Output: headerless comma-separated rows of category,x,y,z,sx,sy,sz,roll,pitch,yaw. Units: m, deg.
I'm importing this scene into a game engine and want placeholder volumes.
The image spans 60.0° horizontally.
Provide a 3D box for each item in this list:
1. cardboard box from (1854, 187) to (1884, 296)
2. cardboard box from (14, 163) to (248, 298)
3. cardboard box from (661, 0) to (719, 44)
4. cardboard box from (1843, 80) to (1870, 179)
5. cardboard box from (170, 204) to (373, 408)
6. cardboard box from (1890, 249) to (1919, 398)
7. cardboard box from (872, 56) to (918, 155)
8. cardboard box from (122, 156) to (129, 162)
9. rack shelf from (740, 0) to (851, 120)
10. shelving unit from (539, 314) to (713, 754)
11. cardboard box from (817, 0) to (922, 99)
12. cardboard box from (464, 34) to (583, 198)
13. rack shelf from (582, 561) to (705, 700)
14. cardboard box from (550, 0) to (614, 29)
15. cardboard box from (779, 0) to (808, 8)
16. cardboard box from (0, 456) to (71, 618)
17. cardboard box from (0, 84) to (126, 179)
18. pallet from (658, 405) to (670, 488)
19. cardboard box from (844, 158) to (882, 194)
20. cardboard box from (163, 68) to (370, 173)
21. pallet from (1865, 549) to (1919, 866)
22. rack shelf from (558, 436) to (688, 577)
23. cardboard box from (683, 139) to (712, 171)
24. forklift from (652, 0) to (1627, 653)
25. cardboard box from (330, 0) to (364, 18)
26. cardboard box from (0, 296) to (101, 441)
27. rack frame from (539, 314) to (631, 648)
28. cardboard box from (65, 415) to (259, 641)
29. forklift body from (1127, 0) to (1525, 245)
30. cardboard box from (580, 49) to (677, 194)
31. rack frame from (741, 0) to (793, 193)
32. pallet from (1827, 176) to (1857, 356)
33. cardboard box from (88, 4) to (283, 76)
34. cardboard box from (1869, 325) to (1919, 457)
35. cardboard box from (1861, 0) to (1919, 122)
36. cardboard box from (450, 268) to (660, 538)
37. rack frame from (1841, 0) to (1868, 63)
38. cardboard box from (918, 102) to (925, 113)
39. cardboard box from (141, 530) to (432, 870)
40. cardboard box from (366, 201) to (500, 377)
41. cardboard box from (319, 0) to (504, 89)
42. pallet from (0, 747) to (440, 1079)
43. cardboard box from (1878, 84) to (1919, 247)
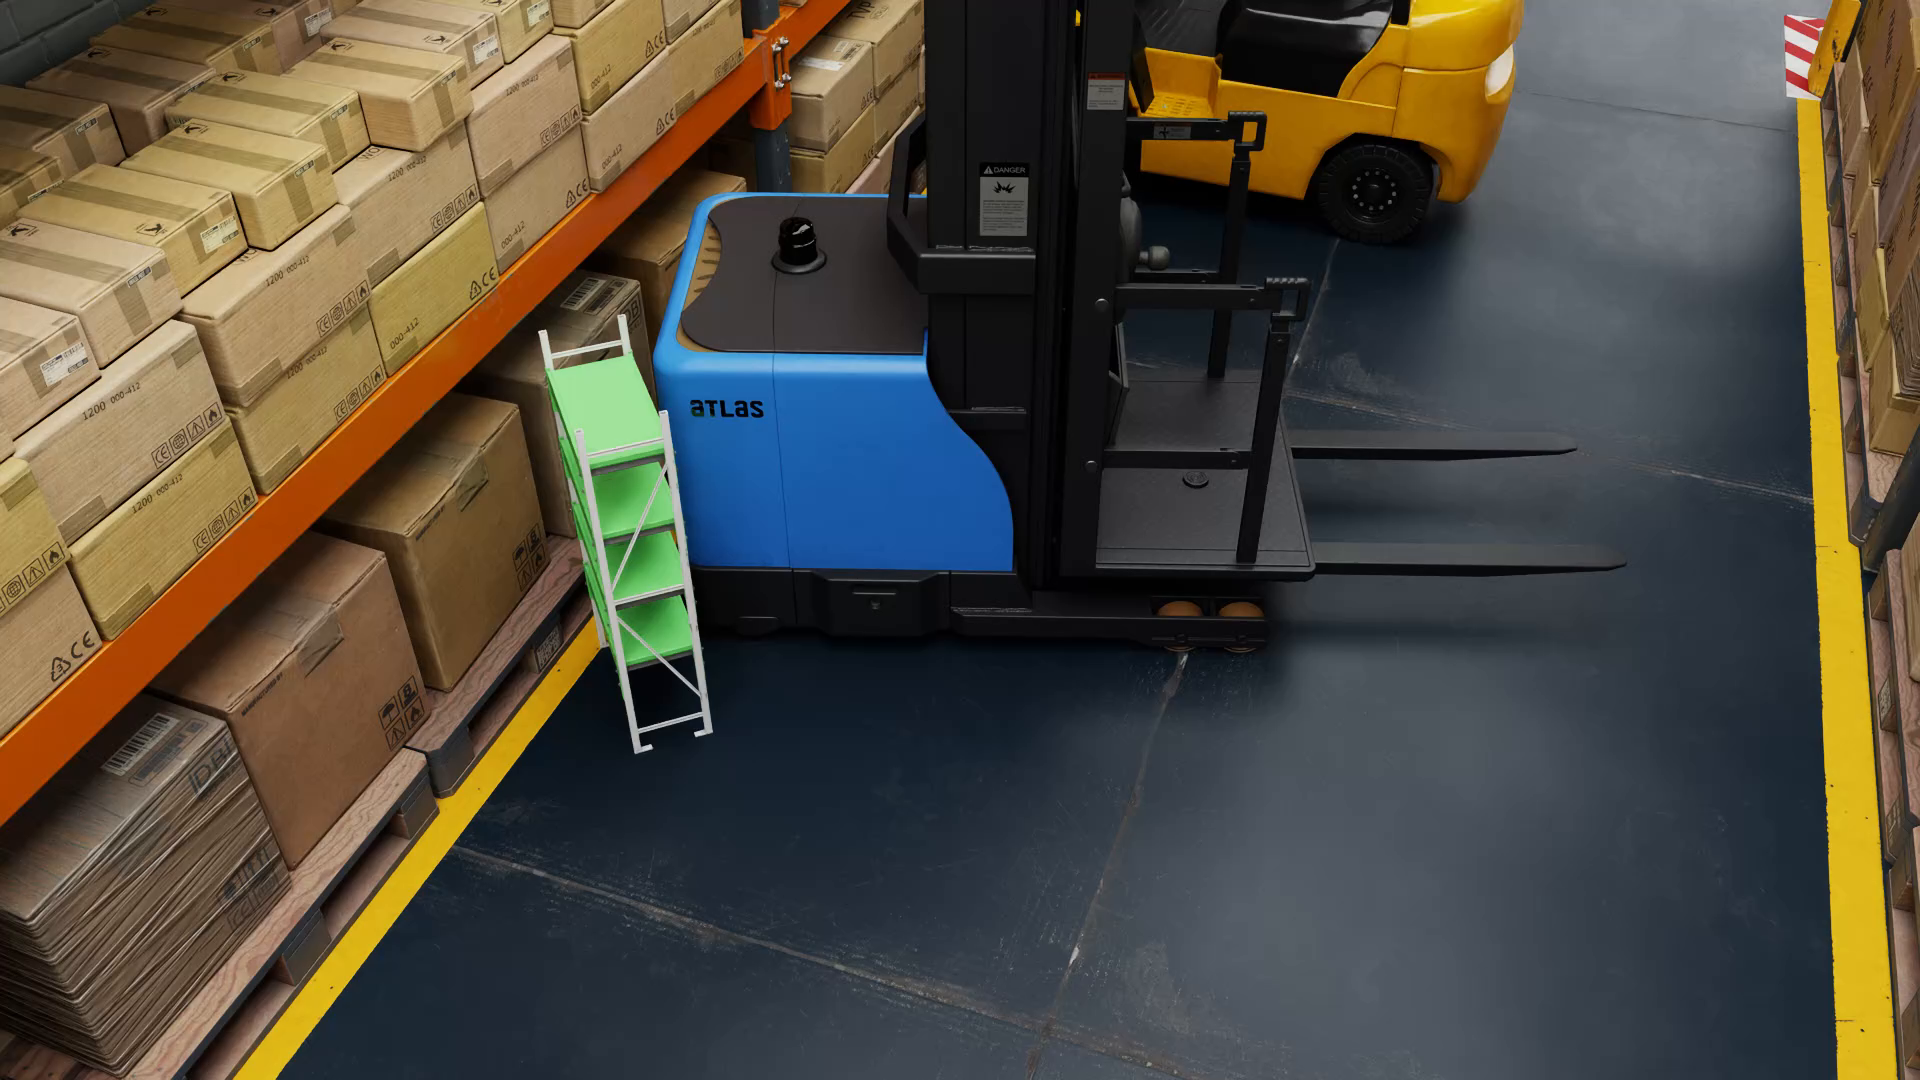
cardboard box,3.841,-1.128,6.556,0.500,0.250,0.500,14,42,16
cardboard box,-1.818,-0.679,3.658,0.380,0.149,0.250,14,42,16
cardboard box,-1.053,-1.834,5.319,0.500,0.250,0.500,12,42,14
cardboard box,4.191,-1.771,7.310,0.500,0.250,0.500,15,43,17
cardboard box,-1.744,-0.588,3.858,0.500,0.250,0.500,12,42,14
cardboard box,3.490,-0.778,5.568,0.500,0.500,0.500,13,42,14
cardboard box,-0.500,-1.896,7.071,0.500,0.250,0.500,13,42,15
cardboard box,-2.075,-1.009,4.352,0.500,0.250,0.500,13,42,14
rack shelf,-0.442,-3.004,7.514,1.077,0.370,4.000,13,42,15
shelving unit,-0.956,0.006,4.818,0.258,1.200,0.503,-14,43,-16
cardboard box,-0.481,-2.087,6.909,0.500,0.250,0.500,13,42,15
cardboard box,-1.403,-1.209,4.586,0.500,0.250,0.500,14,42,16
rack shelf,-0.956,0.238,5.015,0.258,0.148,0.480,-14,43,-16
cardboard box,-1.203,-1.596,4.733,0.380,0.149,0.250,12,42,14
cardboard box,-0.728,-2.308,6.067,0.500,0.500,0.500,12,42,14
cardboard box,-2.088,0.038,3.125,0.500,0.250,0.500,13,42,15
cardboard box,-2.254,-0.953,3.979,0.380,0.149,0.250,13,42,14
pallet,-1.341,-0.539,6.219,1.003,0.211,1.213,13,42,15
cardboard box,-0.649,-1.393,6.866,0.500,0.250,0.500,14,42,16
cardboard box,-1.678,-1.001,4.036,0.380,0.149,0.250,13,42,15
pallet,3.275,0.578,4.910,1.003,0.211,1.213,13,42,15
rack shelf,-0.956,-0.128,4.704,0.258,0.148,0.480,-14,43,-16
cardboard box,-1.151,-1.704,6.846,0.500,0.250,0.500,12,42,14
forklift,0.627,-1.106,4.788,3.031,2.935,1.130,1,40,1
cardboard box,-1.851,-1.565,4.696,0.380,0.149,0.250,13,42,15
cardboard box,-1.954,-0.357,3.281,0.380,0.149,0.250,14,43,16
rack frame,-1.045,-0.141,4.991,0.240,1.200,0.015,-14,43,-16
cardboard box,-1.935,-0.083,3.652,0.500,0.250,0.500,12,42,14
forklift body,1.308,-2.613,7.155,2.313,2.155,1.214,13,42,15
cardboard box,-1.219,-1.327,5.110,0.500,0.250,0.500,13,42,15
rack frame,-1.125,-2.058,5.851,1.000,3.000,0.127,13,42,15
pallet,4.152,-1.061,6.832,1.003,0.211,1.213,13,42,15
cardboard box,-2.012,-1.256,4.334,0.380,0.149,0.250,14,42,15
cardboard box,3.490,-0.492,5.811,0.500,0.250,0.500,15,43,17
cardboard box,4.190,-2.032,7.038,0.500,0.500,0.500,12,42,13
cardboard box,-1.566,-0.522,5.556,0.875,0.625,0.625,13,42,15
rack frame,4.908,-3.398,7.422,1.000,3.000,0.127,13,42,15
cardboard box,-0.329,-2.023,7.605,0.500,0.250,0.500,14,42,16
cardboard box,-2.051,0.348,4.537,0.875,0.625,0.625,15,43,16
cardboard box,-1.587,-0.715,4.392,0.500,0.250,0.500,15,43,16
cardboard box,-1.443,-1.299,4.384,0.380,0.149,0.250,14,42,15
pallet,-2.175,0.949,4.474,1.003,0.211,1.213,13,42,15
cardboard box,3.836,-1.400,6.297,0.500,0.500,0.500,15,43,17
